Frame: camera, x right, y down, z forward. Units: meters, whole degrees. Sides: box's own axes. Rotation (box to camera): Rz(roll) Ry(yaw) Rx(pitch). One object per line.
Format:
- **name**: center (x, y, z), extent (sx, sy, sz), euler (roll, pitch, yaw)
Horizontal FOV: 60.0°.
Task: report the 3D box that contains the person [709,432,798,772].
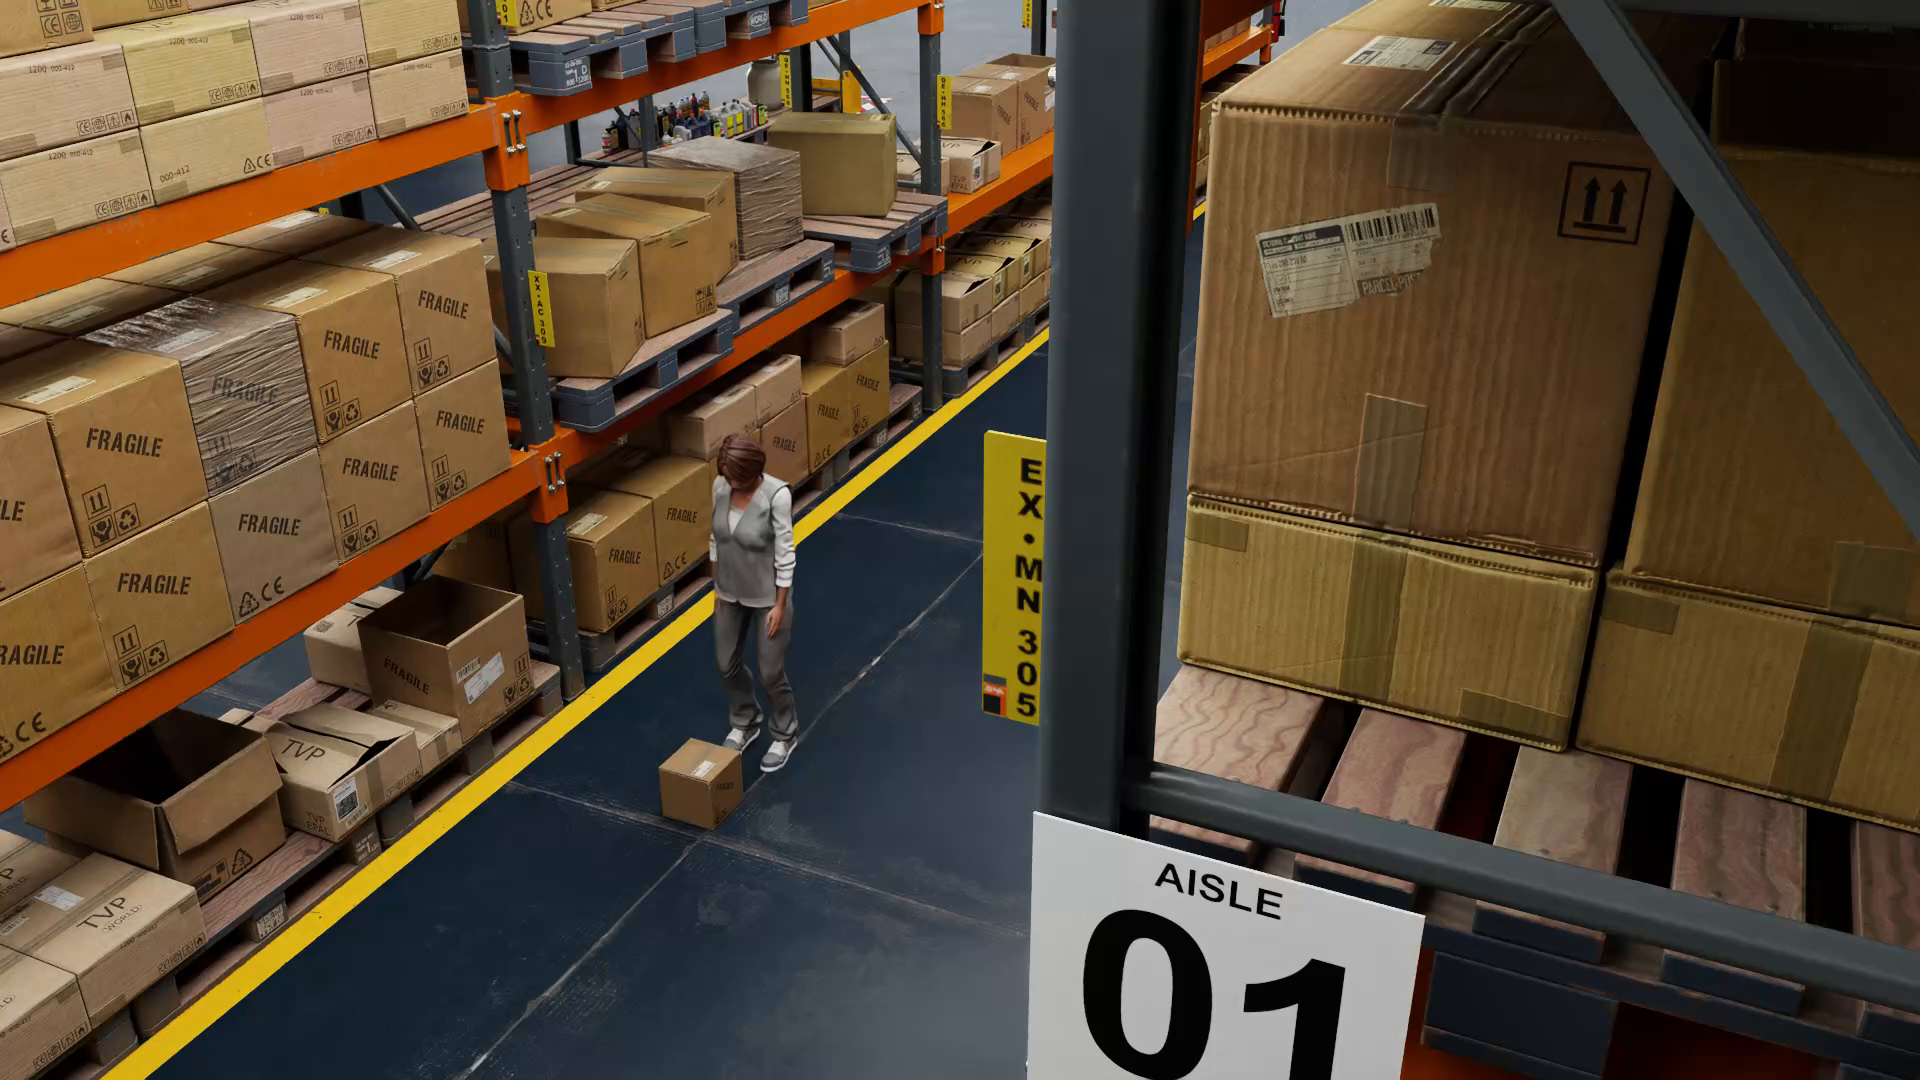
- **person**: center (-0.874, 0.256, 7.146), extent (0.417, 1.581, 0.341), euler (12, 29, 23)
